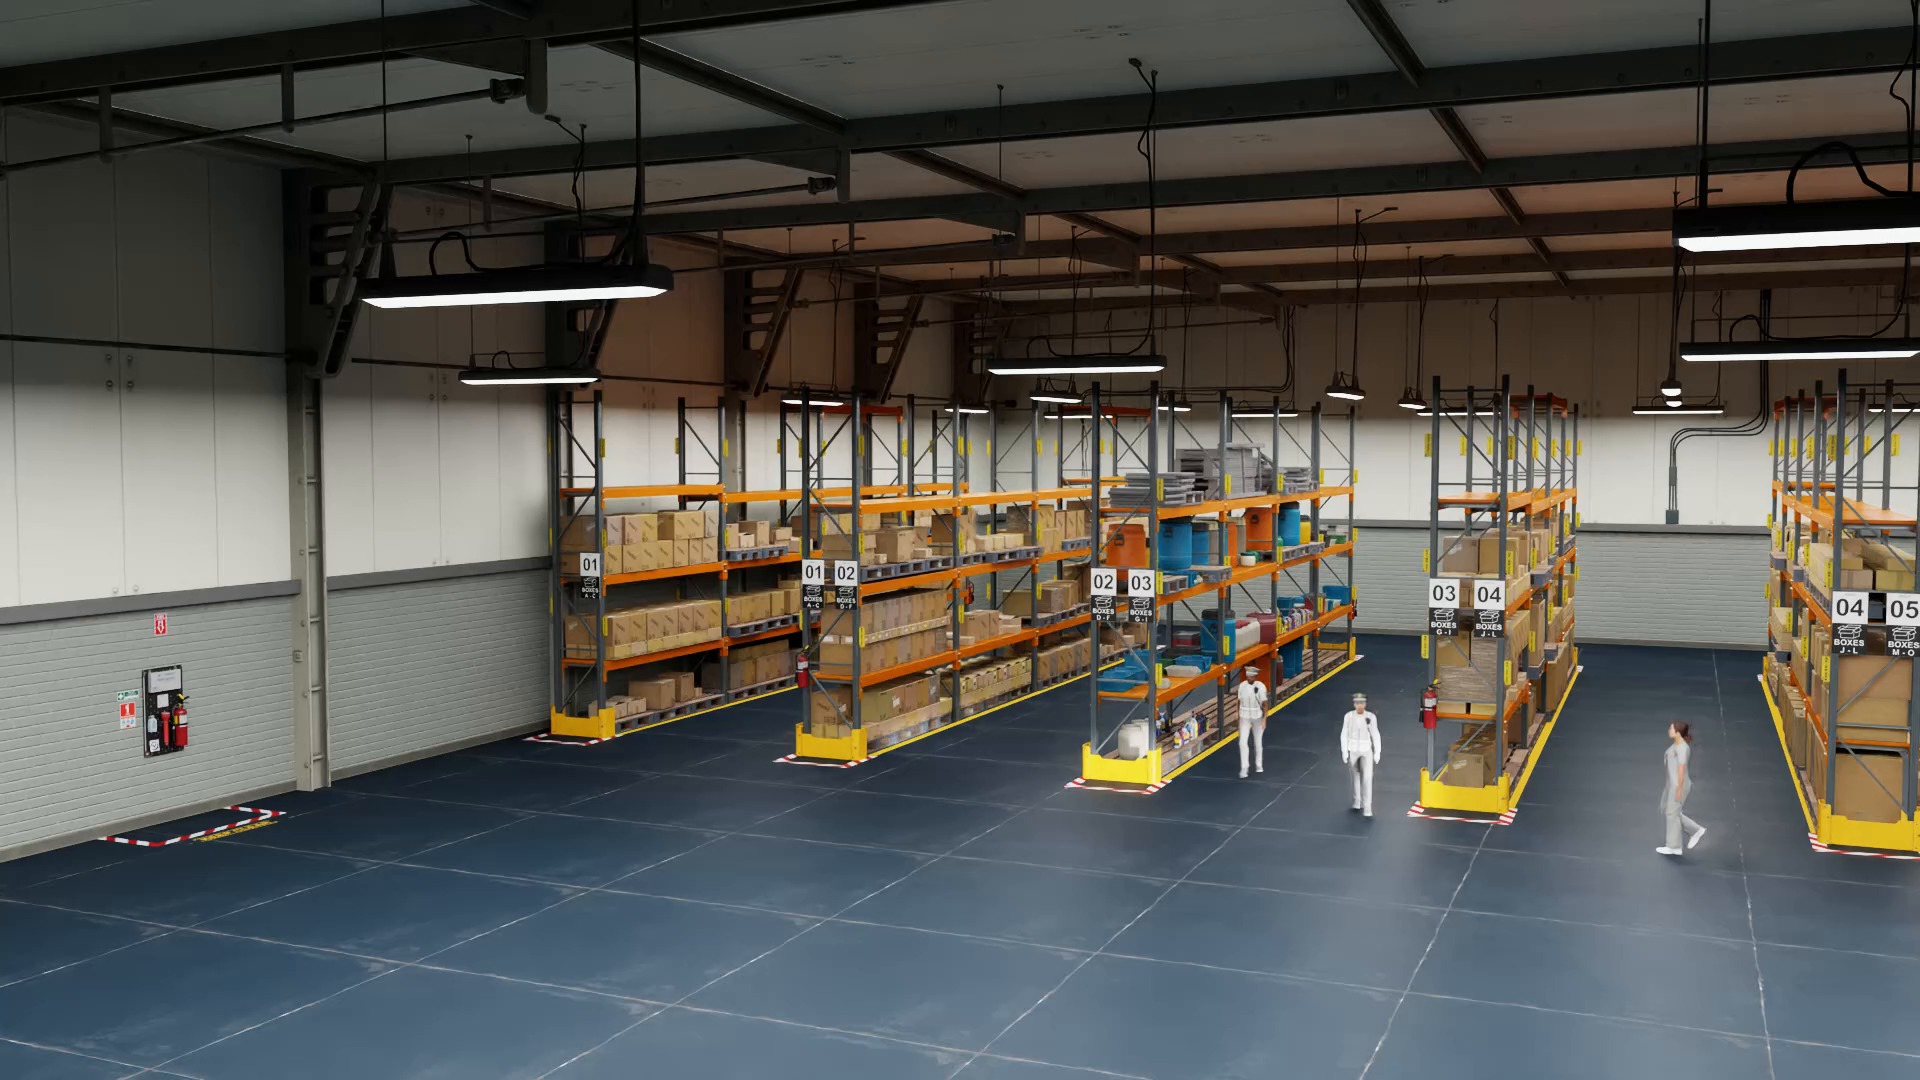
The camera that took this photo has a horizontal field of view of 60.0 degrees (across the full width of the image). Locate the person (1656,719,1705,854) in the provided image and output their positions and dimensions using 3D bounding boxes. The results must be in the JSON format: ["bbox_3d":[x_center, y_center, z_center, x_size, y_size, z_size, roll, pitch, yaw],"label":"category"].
[{"bbox_3d":[8.866,3.028,20.399,0.593,1.659,0.437,0,3,9],"label":"person"}]

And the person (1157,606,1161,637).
[{"bbox_3d":[5.044,1.663,43.934,0.570,1.783,0.580,2,4,34],"label":"person"}]

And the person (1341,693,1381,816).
[{"bbox_3d":[5.451,2.903,22.692,0.522,1.643,0.941,1,3,22],"label":"person"}]

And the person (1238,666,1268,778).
[{"bbox_3d":[4.486,2.778,25.500,0.493,1.691,0.621,1,3,23],"label":"person"}]
